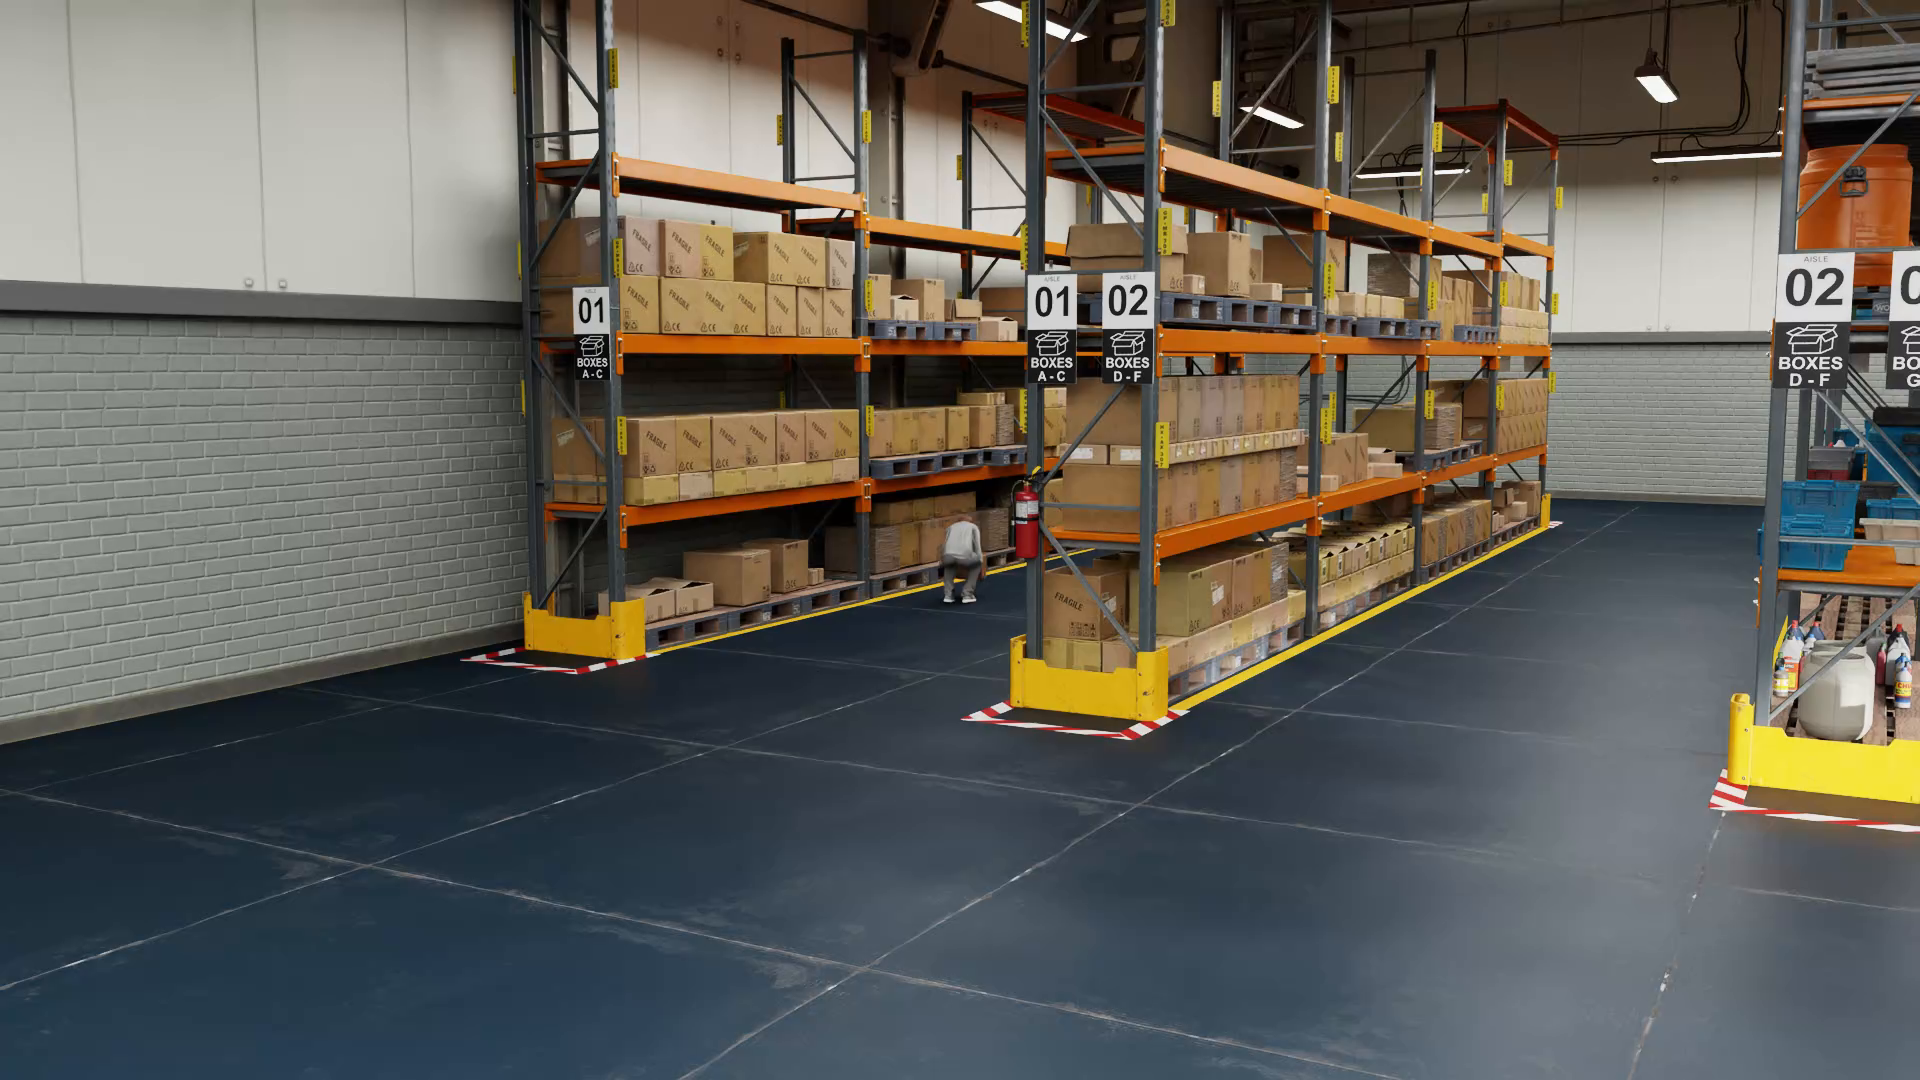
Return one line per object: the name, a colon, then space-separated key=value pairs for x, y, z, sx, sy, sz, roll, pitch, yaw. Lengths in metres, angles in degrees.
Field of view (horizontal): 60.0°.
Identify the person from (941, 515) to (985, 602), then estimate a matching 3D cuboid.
person: x=0.024 y=0.214 z=17.884 sx=0.421 sy=0.892 sz=0.859 roll=2 pitch=6 yaw=14
